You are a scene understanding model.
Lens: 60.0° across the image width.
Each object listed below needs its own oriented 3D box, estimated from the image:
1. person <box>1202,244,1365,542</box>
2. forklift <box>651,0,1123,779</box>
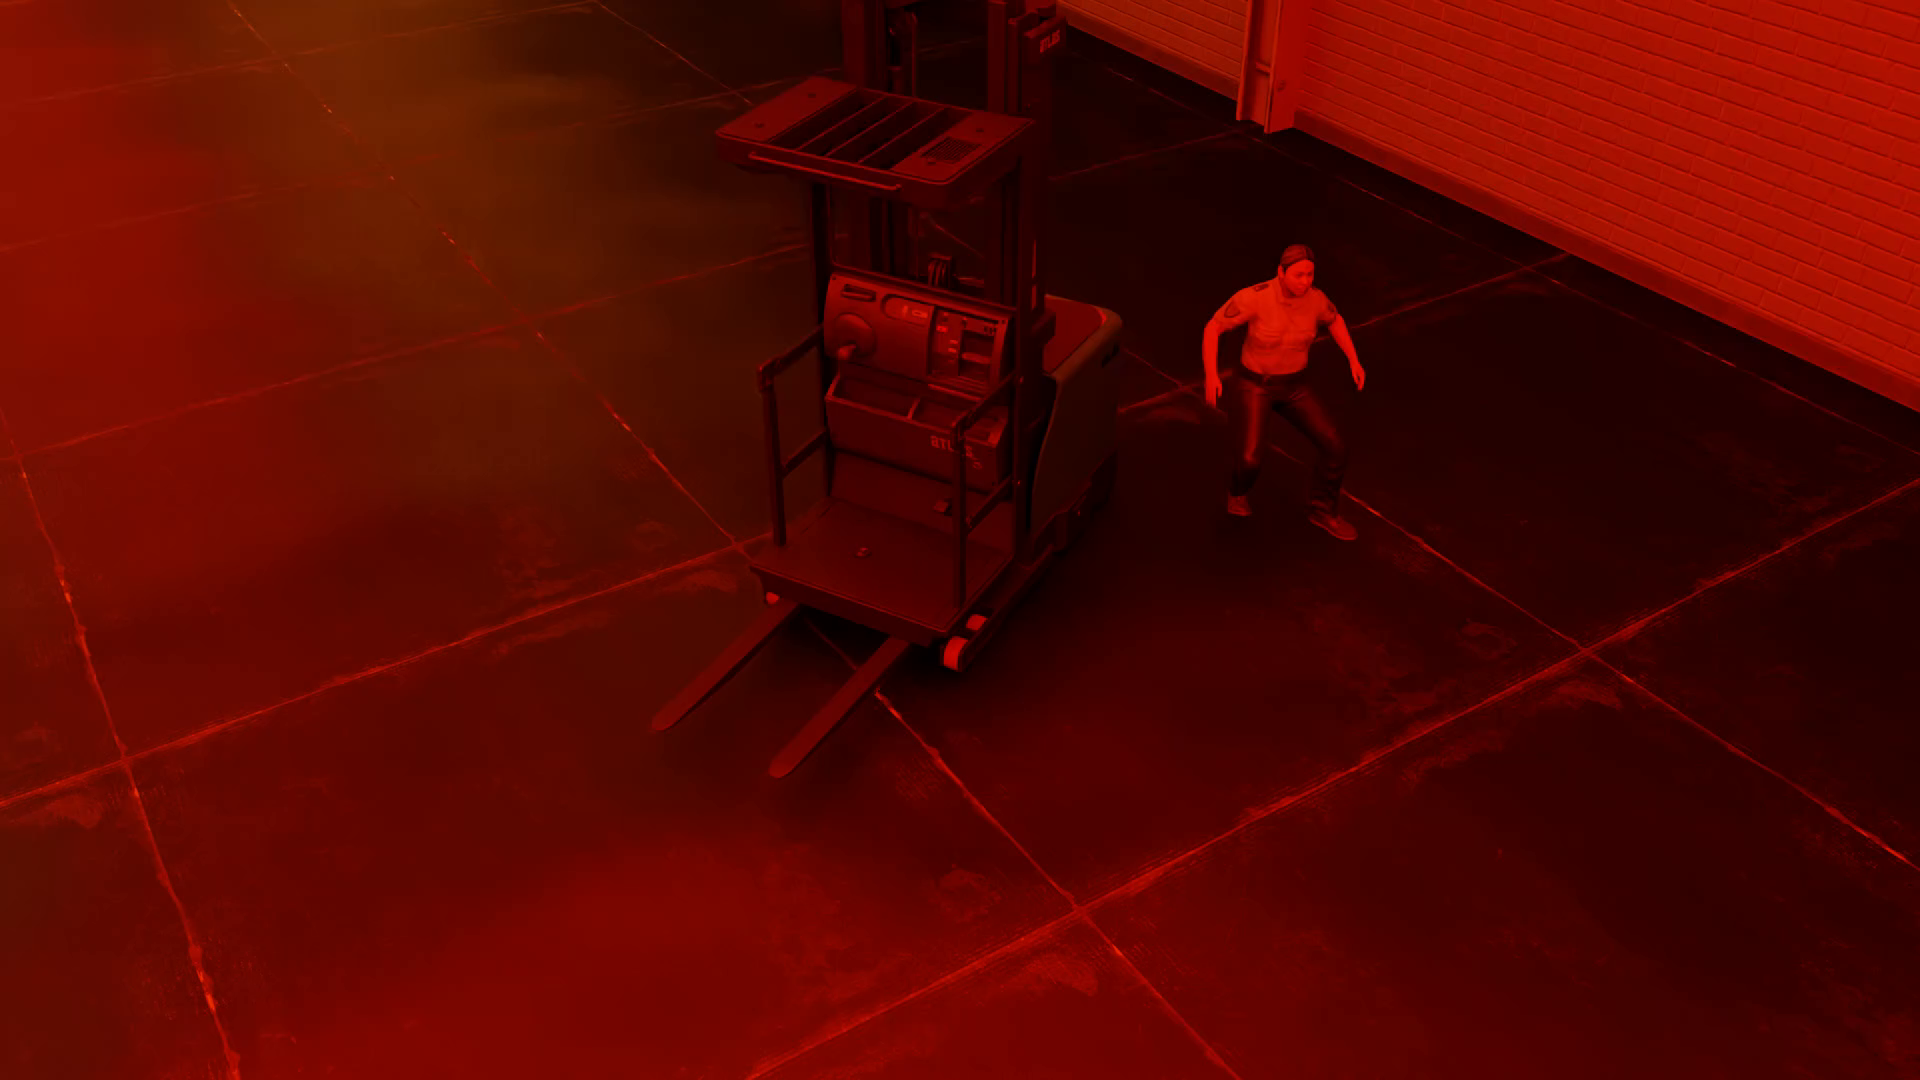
[{"bbox_3d":[1.644,-0.730,8.400,0.903,1.534,0.603,-8,36,-12],"label":"person"},{"bbox_3d":[-0.308,-0.880,7.400,1.130,2.935,3.031,18,39,23],"label":"forklift"}]
